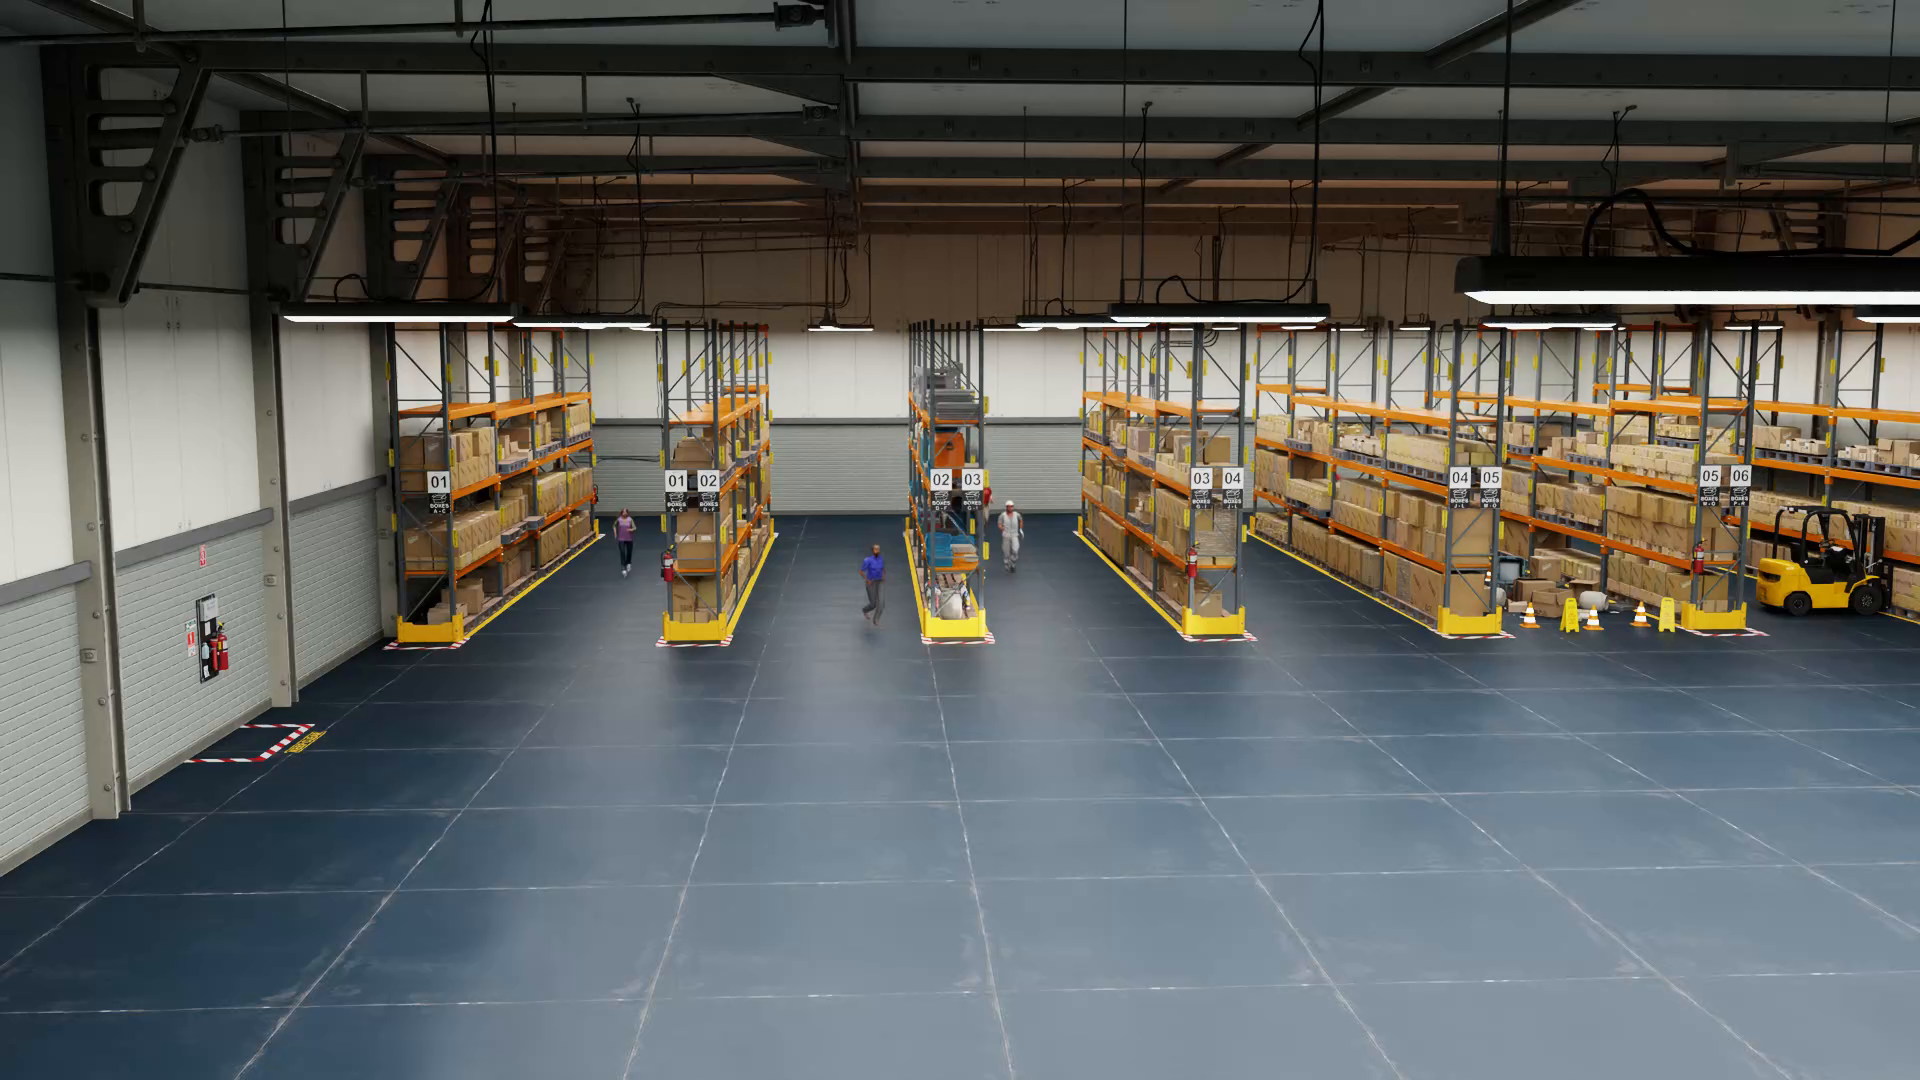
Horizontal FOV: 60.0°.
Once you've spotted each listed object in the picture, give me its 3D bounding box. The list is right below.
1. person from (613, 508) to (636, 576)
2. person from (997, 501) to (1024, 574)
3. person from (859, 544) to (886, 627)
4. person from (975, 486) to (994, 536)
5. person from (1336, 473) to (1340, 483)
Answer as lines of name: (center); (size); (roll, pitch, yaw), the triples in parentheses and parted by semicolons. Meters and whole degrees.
person: (-7.978, 0.020, 39.607); (0.545, 1.594, 0.873); (-2, 7, -14)
person: (1.213, -0.059, 39.670); (0.649, 1.766, 0.773); (0, 7, -4)
person: (-1.691, 0.876, 32.331); (0.595, 1.599, 0.681); (-5, 8, -33)
person: (0.634, -0.946, 47.405); (0.676, 1.675, 0.664); (-4, 8, -30)
person: (10.867, -1.039, 47.710); (0.637, 1.750, 0.930); (-6, 9, -41)
